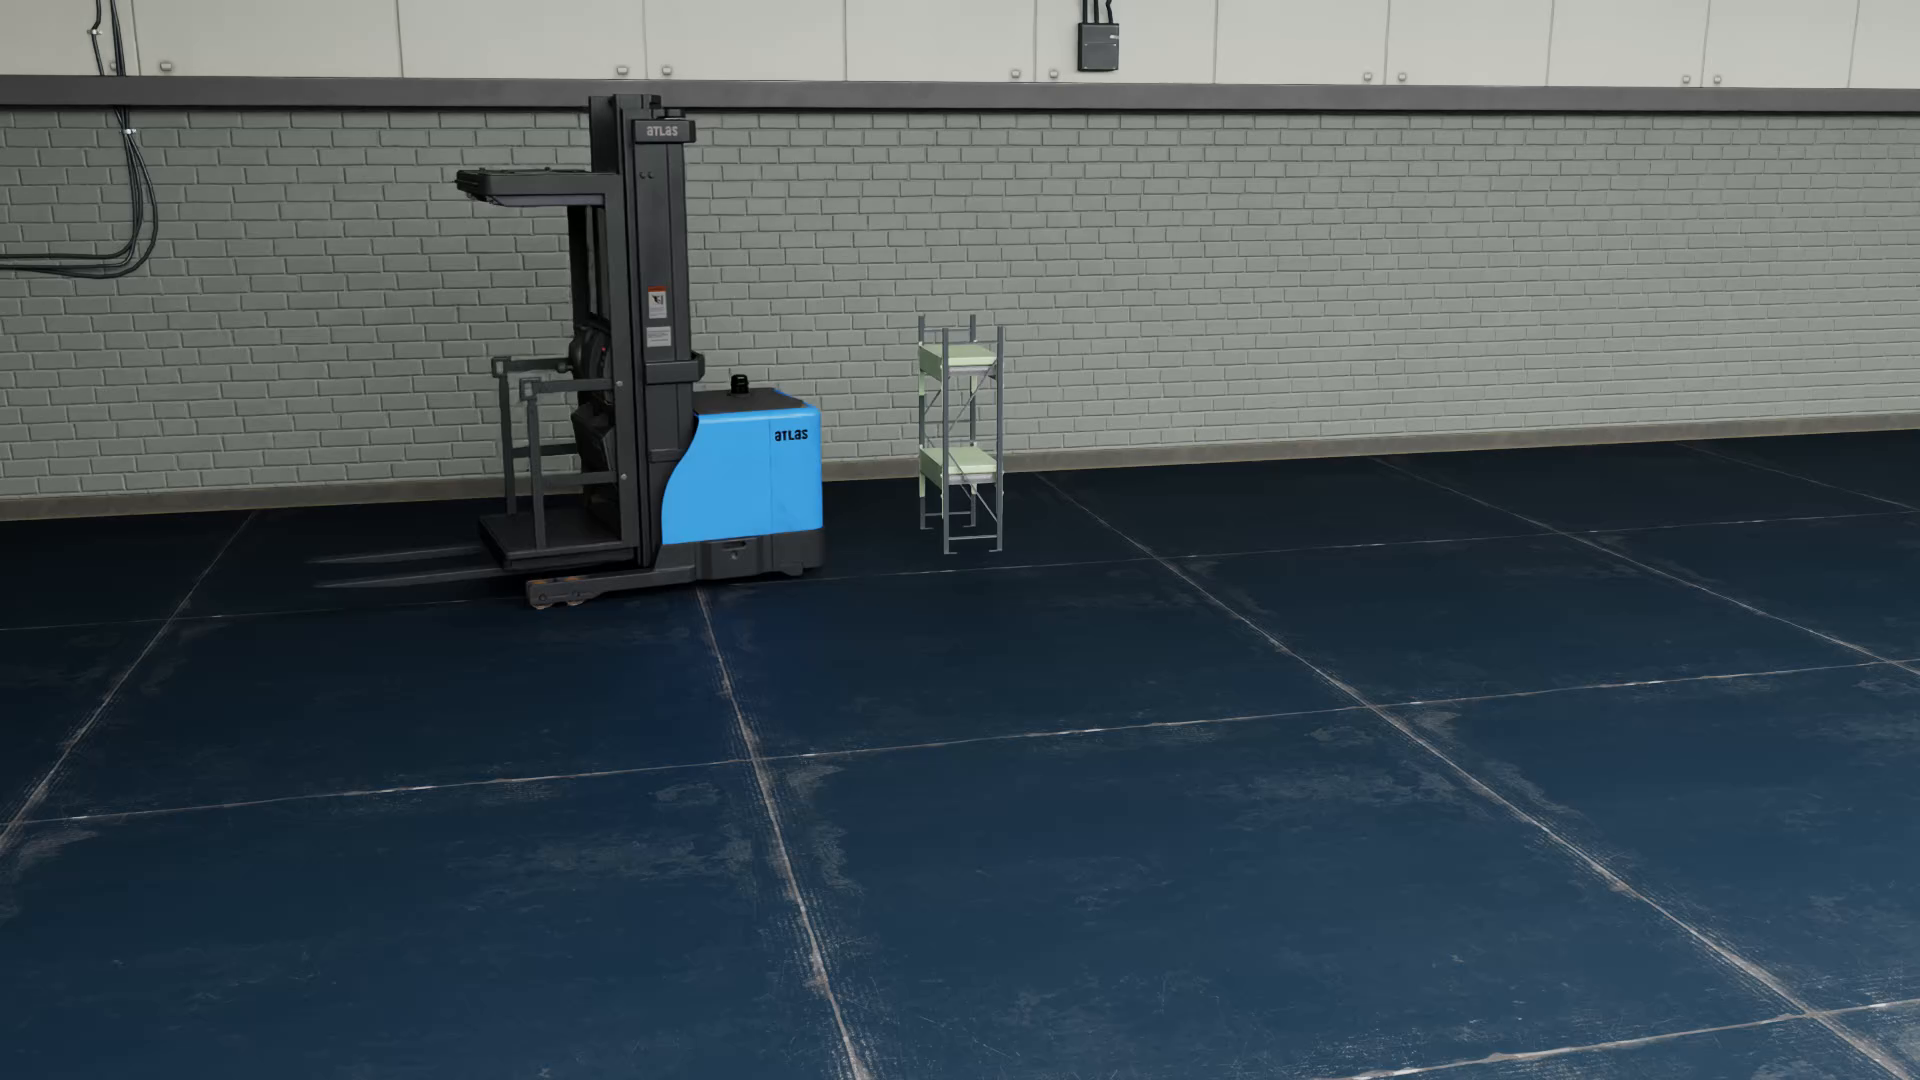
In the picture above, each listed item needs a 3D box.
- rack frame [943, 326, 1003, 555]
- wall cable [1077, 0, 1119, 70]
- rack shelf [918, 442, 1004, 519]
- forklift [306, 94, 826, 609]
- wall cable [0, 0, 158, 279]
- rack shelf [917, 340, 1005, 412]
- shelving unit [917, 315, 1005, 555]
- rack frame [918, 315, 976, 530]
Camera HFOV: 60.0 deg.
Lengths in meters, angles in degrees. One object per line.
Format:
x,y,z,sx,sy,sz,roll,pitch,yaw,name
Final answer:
0.084,-0.646,10.910,0.400,1.500,0.023,-3,14,-13,rack frame
2.061,-6.663,12.571,2.305,6.003,0.169,-3,14,-13,wall cable
-0.002,-0.413,11.333,0.431,0.370,0.720,-3,14,-13,rack shelf
-2.411,-1.160,9.999,3.031,2.935,1.130,-6,15,-23,forklift
-7.171,-2.977,11.192,3.097,2.526,0.112,-3,14,-13,wall cable
-0.002,-1.109,11.163,0.431,0.370,0.720,-3,14,-13,rack shelf
-0.002,-0.730,11.255,0.431,1.500,0.755,-3,14,-13,shelving unit
-0.088,-0.815,11.601,0.400,1.500,0.023,-3,14,-13,rack frame
